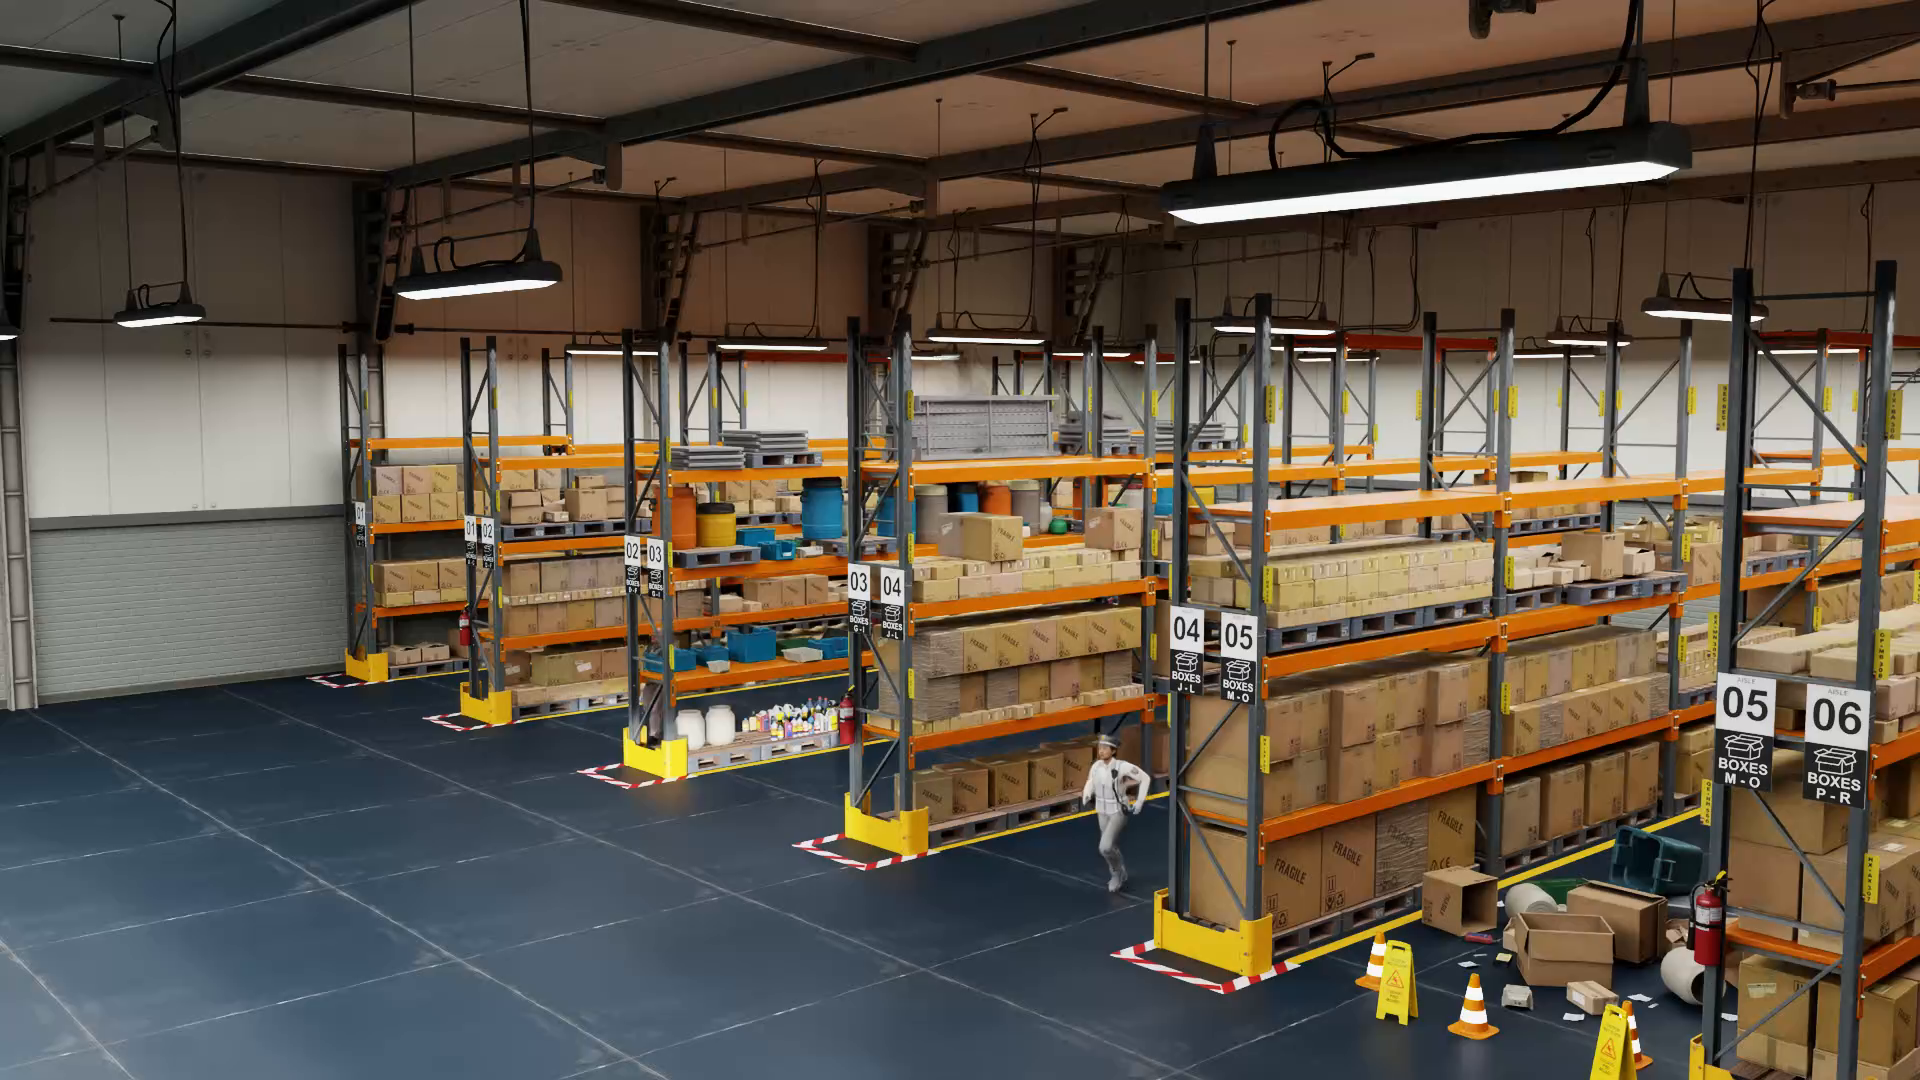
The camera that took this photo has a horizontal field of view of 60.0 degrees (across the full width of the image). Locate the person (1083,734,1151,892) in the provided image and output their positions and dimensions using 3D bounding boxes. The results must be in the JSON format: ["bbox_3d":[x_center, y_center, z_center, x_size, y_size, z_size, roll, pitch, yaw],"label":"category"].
[{"bbox_3d":[1.564,2.797,17.011,0.627,1.655,0.792,5,7,43],"label":"person"}]

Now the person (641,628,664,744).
[{"bbox_3d":[-4.444,2.134,24.504,0.674,1.681,0.685,2,6,25],"label":"person"}]
